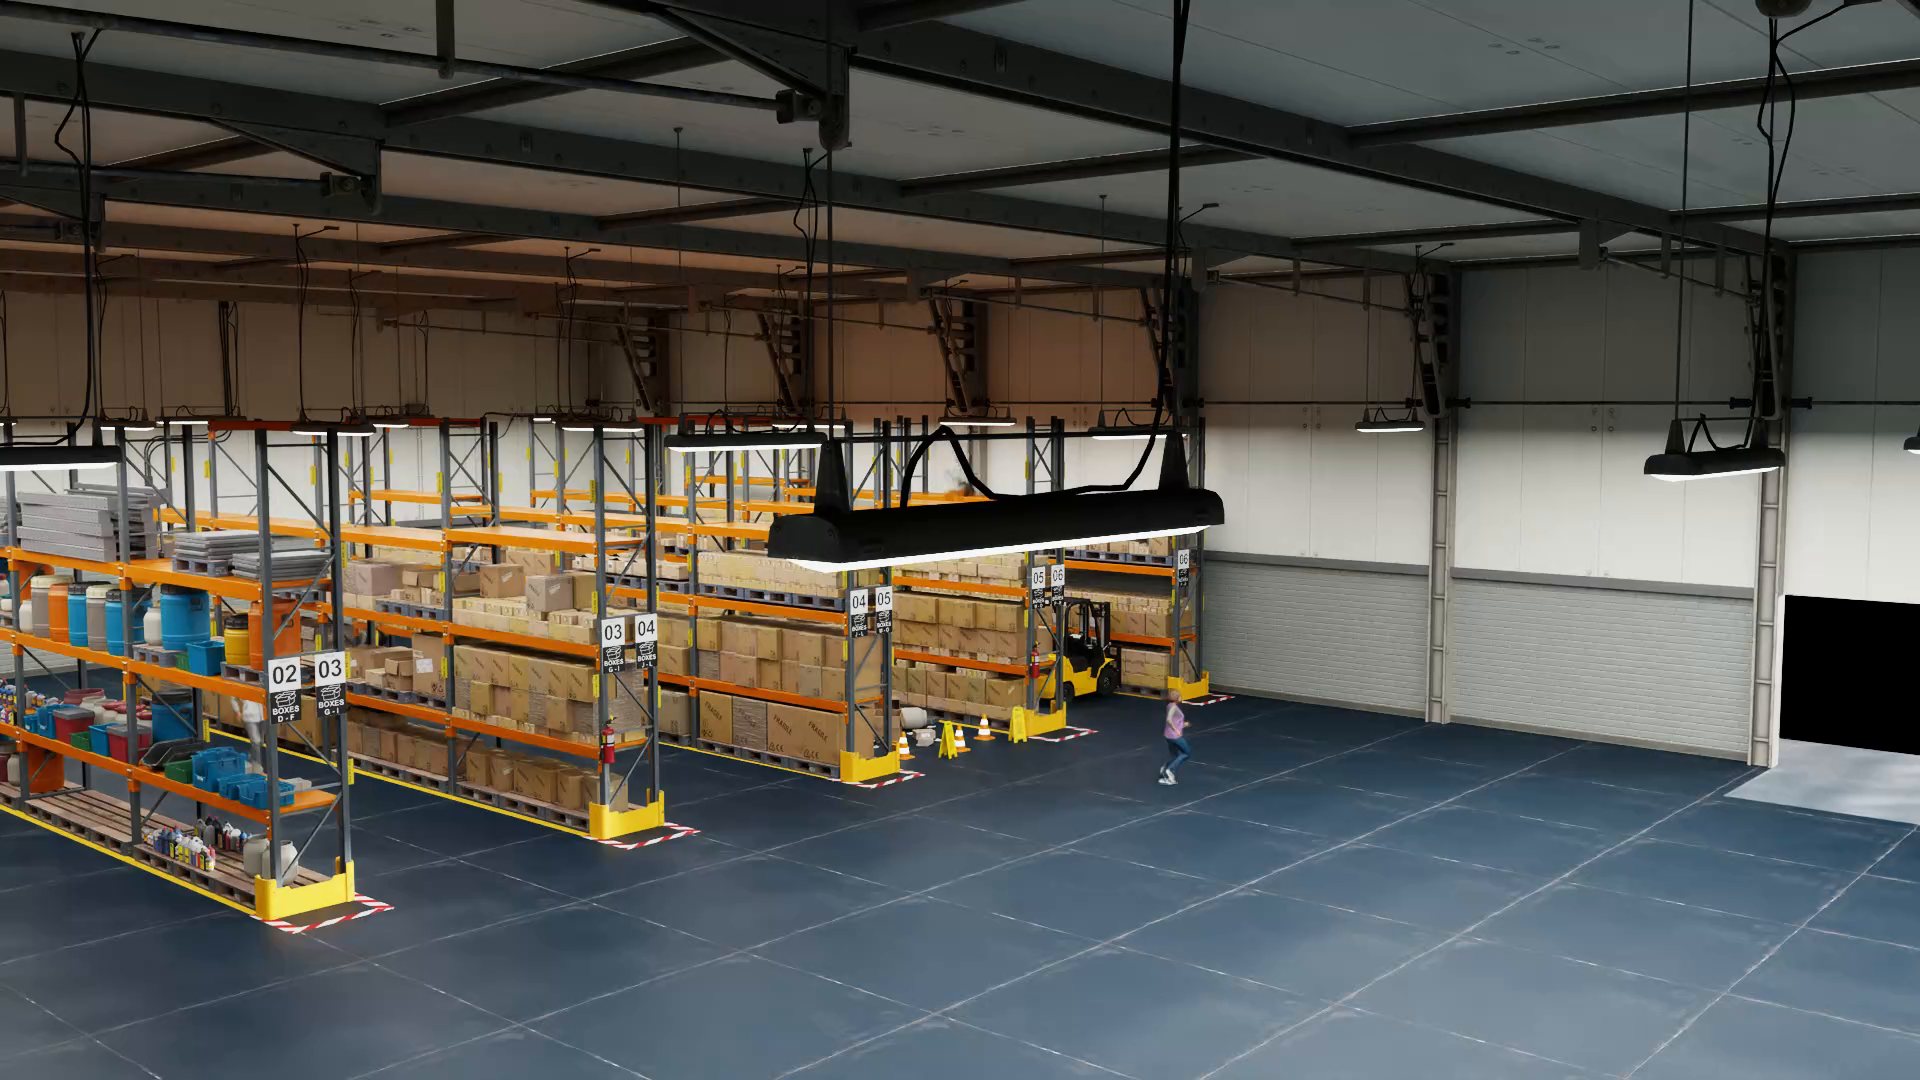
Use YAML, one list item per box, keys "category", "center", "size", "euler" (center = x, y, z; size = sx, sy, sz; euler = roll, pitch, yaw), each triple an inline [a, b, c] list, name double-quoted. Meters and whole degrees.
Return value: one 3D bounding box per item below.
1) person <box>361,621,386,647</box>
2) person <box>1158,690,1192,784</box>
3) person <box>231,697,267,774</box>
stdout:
- category: "person"
  center: [-12.362, 2.534, 35.124]
  size: [0.933, 1.739, 0.659]
  euler: [4, 6, 42]
- category: "person"
  center: [3.571, 3.301, 27.486]
  size: [0.600, 1.465, 0.513]
  euler: [-1, 5, -9]
- category: "person"
  center: [-11.952, 3.072, 28.247]
  size: [0.894, 1.785, 0.645]
  euler: [4, 6, 41]
